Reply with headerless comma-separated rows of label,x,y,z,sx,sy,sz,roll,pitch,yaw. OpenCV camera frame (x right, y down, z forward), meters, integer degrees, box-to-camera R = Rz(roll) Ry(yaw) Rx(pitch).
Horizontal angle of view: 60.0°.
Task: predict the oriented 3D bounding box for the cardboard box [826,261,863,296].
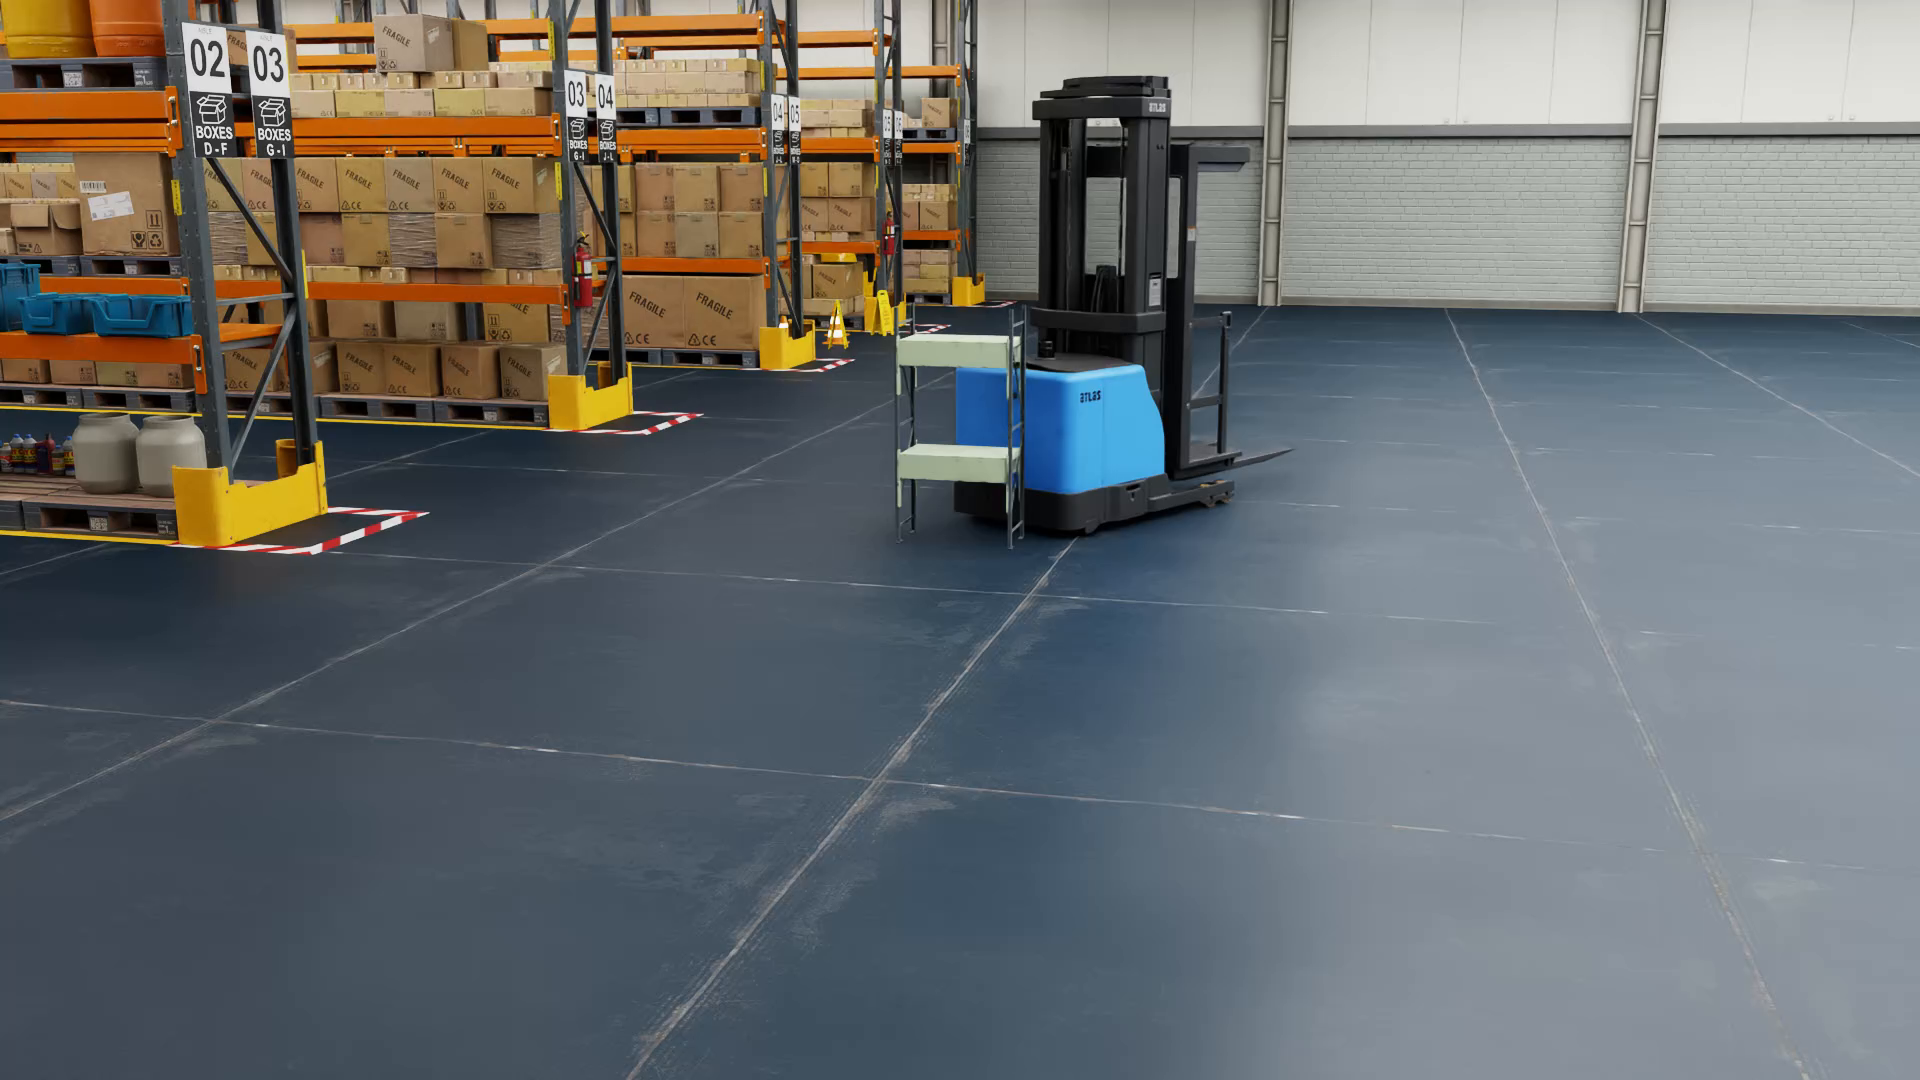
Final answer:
cardboard box,-1.793,-4.011,25.533,0.500,0.500,0.500,3,13,12

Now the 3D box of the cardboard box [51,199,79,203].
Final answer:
cardboard box,-11.749,-4.419,21.964,0.250,0.149,0.380,4,13,16

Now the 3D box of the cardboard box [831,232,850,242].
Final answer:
cardboard box,-1.740,-4.522,24.772,0.250,0.149,0.380,3,13,13

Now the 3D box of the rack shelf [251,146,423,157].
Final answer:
rack shelf,-10.762,-6.313,26.998,4.000,0.370,1.077,3,13,14

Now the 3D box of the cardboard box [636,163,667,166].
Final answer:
cardboard box,-4.561,-5.502,25.382,0.500,0.500,0.700,3,13,13

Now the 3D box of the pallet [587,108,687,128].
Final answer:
pallet,-4.052,-5.155,20.322,1.213,0.211,1.003,3,13,14

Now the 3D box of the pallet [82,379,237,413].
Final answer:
pallet,-8.067,-1.483,16.931,1.213,0.211,1.003,3,13,14

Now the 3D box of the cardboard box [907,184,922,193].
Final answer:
cardboard box,-0.773,-6.224,29.446,0.250,0.149,0.380,3,13,15

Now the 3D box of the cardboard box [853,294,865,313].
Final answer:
cardboard box,-1.770,-3.643,25.609,0.500,0.250,0.500,3,13,13

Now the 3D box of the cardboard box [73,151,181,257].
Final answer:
cardboard box,-8.049,-3.373,16.657,1.000,1.000,1.000,3,13,14

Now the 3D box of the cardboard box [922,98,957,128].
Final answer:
cardboard box,-0.356,-7.463,29.092,0.500,0.500,0.500,3,13,15

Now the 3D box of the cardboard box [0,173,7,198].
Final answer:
cardboard box,-16.189,-5.963,28.147,0.500,0.500,0.500,3,13,12

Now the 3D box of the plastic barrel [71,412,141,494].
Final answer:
plastic barrel,-5.758,-0.590,11.241,0.421,0.512,0.421,0,13,0

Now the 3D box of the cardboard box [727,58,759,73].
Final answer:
cardboard box,-2.549,-5.566,19.507,0.250,0.149,0.380,3,13,14

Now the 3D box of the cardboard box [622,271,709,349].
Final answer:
cardboard box,-3.670,-2.869,20.675,0.875,0.875,0.875,3,13,13

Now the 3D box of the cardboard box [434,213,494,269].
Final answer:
cardboard box,-4.469,-2.826,15.628,0.500,0.500,0.875,3,13,14

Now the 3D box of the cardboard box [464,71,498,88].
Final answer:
cardboard box,-4.288,-4.161,15.062,0.250,0.149,0.380,2,13,11

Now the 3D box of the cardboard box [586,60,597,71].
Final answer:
cardboard box,-4.275,-5.658,19.923,0.250,0.149,0.380,3,13,13

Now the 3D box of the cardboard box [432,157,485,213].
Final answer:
cardboard box,-4.508,-3.280,15.367,0.500,0.500,0.500,3,13,14

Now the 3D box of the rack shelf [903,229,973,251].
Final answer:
rack shelf,-1.809,-5.477,30.157,4.000,0.370,1.077,3,13,14

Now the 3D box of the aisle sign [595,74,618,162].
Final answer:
aisle sign,-3.296,-3.926,15.501,0.004,0.787,0.394,3,13,14

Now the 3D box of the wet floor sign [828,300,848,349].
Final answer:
wet floor sign,-1.639,-2.900,22.315,0.232,0.644,0.267,1,13,4

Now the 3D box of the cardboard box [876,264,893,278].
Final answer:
cardboard box,-1.406,-4.842,29.855,0.500,0.250,0.500,3,13,12

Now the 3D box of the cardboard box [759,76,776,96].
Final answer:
cardboard box,-2.548,-5.504,20.149,0.500,0.250,0.500,3,13,13

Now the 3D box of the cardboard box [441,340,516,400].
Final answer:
cardboard box,-4.618,-1.641,16.007,0.500,0.500,0.500,7,14,28

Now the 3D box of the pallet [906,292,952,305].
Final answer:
pallet,-0.620,-4.394,30.053,1.213,0.211,1.003,3,13,14

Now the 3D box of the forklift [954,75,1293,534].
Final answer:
forklift,1.321,-1.728,11.757,1.130,2.935,3.031,11,17,41

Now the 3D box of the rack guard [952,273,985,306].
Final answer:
rack guard,0.156,-4.503,29.877,0.348,0.500,1.175,3,13,14

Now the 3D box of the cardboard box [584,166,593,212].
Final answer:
cardboard box,-4.621,-4.355,20.599,0.550,0.550,0.875,3,13,14

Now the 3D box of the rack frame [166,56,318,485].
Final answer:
rack frame,-4.614,-1.555,10.818,0.127,3.000,1.000,3,13,14

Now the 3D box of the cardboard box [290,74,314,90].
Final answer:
cardboard box,-6.050,-4.255,15.486,0.250,0.149,0.380,3,13,12

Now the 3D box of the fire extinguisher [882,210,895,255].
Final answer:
fire extinguisher,-1.052,-4.540,24.451,0.183,0.674,0.296,3,13,14

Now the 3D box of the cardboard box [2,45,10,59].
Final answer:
cardboard box,-9.694,-4.744,16.880,0.500,0.500,0.500,3,13,14

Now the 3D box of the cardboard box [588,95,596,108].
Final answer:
cardboard box,-4.276,-5.268,20.009,0.250,0.149,0.380,3,13,14

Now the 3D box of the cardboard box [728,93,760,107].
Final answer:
cardboard box,-2.545,-5.176,19.593,0.250,0.149,0.380,3,13,13

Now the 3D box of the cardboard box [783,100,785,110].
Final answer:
cardboard box,-2.663,-6.455,24.718,0.250,0.149,0.380,3,13,12

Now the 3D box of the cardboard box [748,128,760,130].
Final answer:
cardboard box,-2.968,-6.053,24.743,0.250,0.149,0.380,3,13,13

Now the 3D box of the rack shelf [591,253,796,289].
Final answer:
rack shelf,-4.083,-3.387,20.736,4.000,0.370,1.077,3,13,14

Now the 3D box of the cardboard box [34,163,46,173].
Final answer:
cardboard box,-15.285,-6.239,27.894,0.250,0.149,0.380,3,13,14

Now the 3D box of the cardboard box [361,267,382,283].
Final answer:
cardboard box,-5.461,-2.529,15.787,0.250,0.149,0.380,3,13,14

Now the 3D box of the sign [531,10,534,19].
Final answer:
sign,-7.755,-9.449,30.207,0.005,0.325,0.100,3,13,14

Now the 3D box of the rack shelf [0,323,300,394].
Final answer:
rack shelf,-6.556,-1.308,11.364,4.000,0.370,1.077,3,13,14

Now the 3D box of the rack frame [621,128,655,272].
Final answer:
rack frame,-4.937,-4.888,25.841,0.127,3.000,1.000,3,13,14

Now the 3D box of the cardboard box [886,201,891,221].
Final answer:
cardboard box,-1.407,-5.799,29.716,0.500,0.500,0.500,3,13,12

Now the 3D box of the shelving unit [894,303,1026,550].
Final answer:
shelving unit,0.003,-0.731,10.567,0.755,1.500,0.431,3,13,14

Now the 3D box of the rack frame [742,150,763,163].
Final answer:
rack frame,-3.751,-5.932,30.547,0.127,3.000,1.000,3,13,14

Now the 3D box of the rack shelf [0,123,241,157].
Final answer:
rack shelf,-9.253,-4.021,16.669,4.000,0.370,1.077,3,13,14

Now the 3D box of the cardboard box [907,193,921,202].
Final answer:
cardboard box,-0.764,-6.083,29.496,0.250,0.149,0.380,3,13,15

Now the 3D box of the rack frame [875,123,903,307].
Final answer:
rack frame,-1.053,-4.681,24.906,0.127,3.000,1.000,3,13,14

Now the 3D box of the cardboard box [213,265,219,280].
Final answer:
cardboard box,-7.174,-2.607,16.140,0.250,0.149,0.380,3,13,14

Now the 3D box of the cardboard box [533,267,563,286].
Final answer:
cardboard box,-3.754,-2.446,15.411,0.250,0.149,0.380,3,13,14

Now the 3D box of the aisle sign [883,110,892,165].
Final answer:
aisle sign,-1.063,-5.886,24.335,0.004,0.787,0.394,3,13,14

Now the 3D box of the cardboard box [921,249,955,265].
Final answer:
cardboard box,-0.389,-5.034,29.568,0.500,0.250,0.500,4,13,15

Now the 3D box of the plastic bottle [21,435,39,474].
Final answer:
plastic bottle,-6.633,-0.615,11.866,0.097,0.271,0.097,0,13,0
